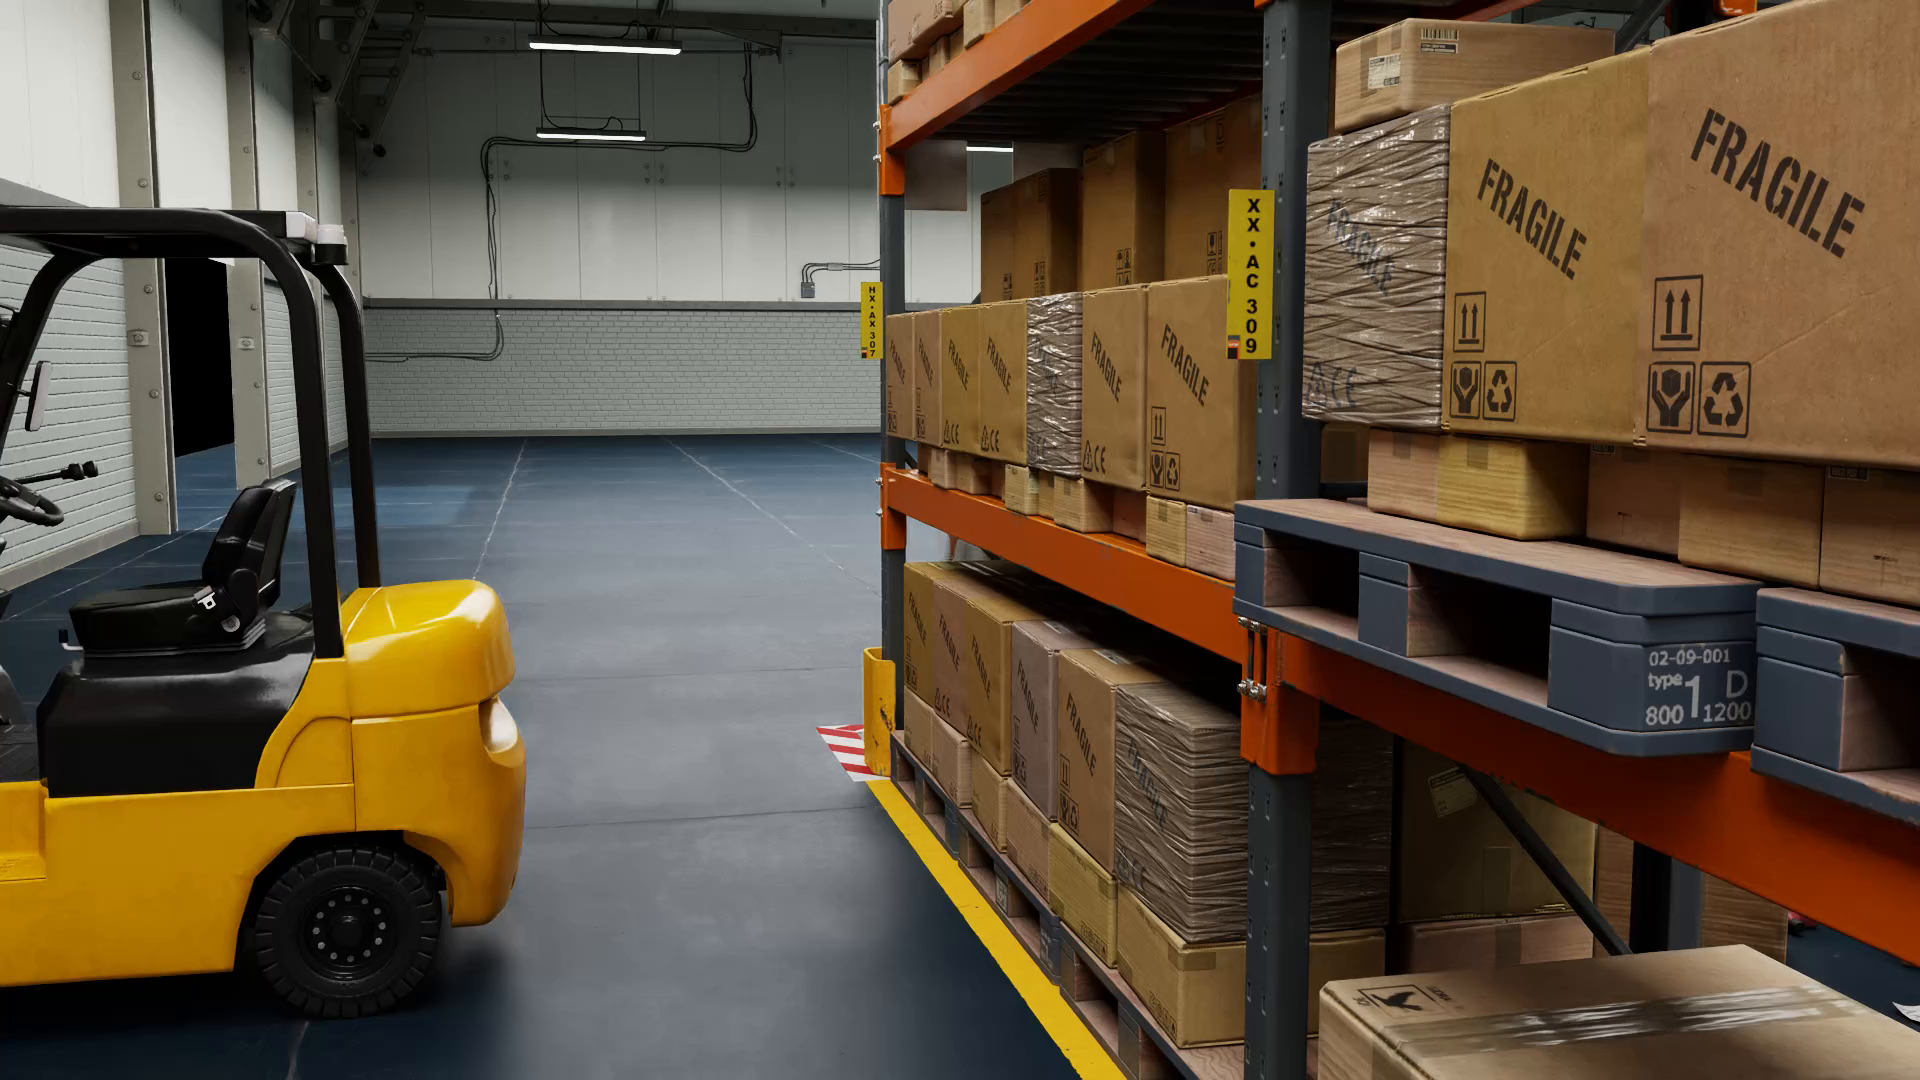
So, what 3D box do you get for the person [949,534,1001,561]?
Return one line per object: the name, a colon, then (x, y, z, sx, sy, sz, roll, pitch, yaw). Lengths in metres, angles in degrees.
person: (0.161, 0.004, 10.539, 0.474, 1.258, 0.892, -2, 6, -16)
